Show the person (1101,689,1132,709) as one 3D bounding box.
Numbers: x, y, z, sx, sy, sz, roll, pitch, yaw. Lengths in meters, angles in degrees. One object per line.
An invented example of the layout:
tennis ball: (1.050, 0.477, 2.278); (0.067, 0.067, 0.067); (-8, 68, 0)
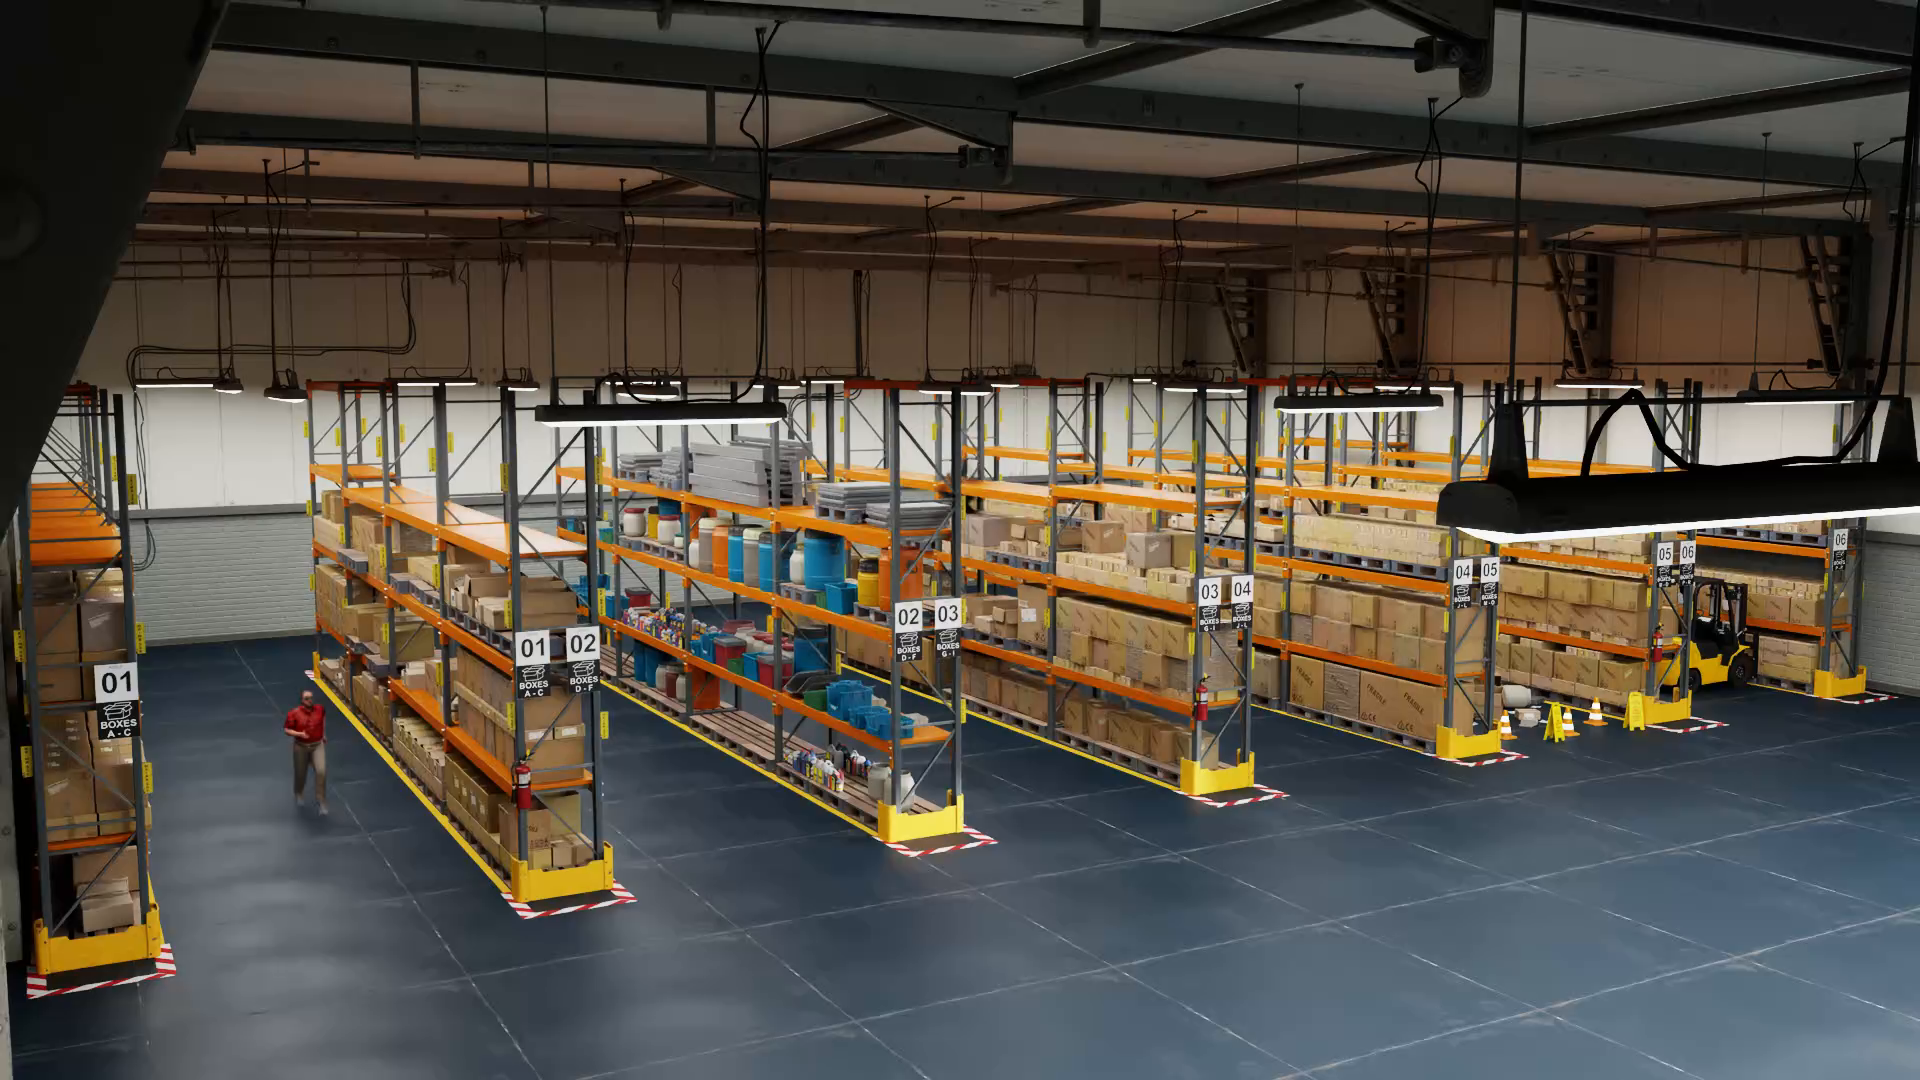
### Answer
person: (2.864, 2.246, 30.624); (0.570, 1.739, 0.798); (-4, 7, -35)

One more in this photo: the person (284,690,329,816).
person: (-9.232, 2.974, 23.515); (0.608, 1.767, 0.909); (-4, 7, -32)

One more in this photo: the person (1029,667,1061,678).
person: (1.725, 1.860, 33.752); (0.723, 1.795, 0.864); (-4, 7, -35)
